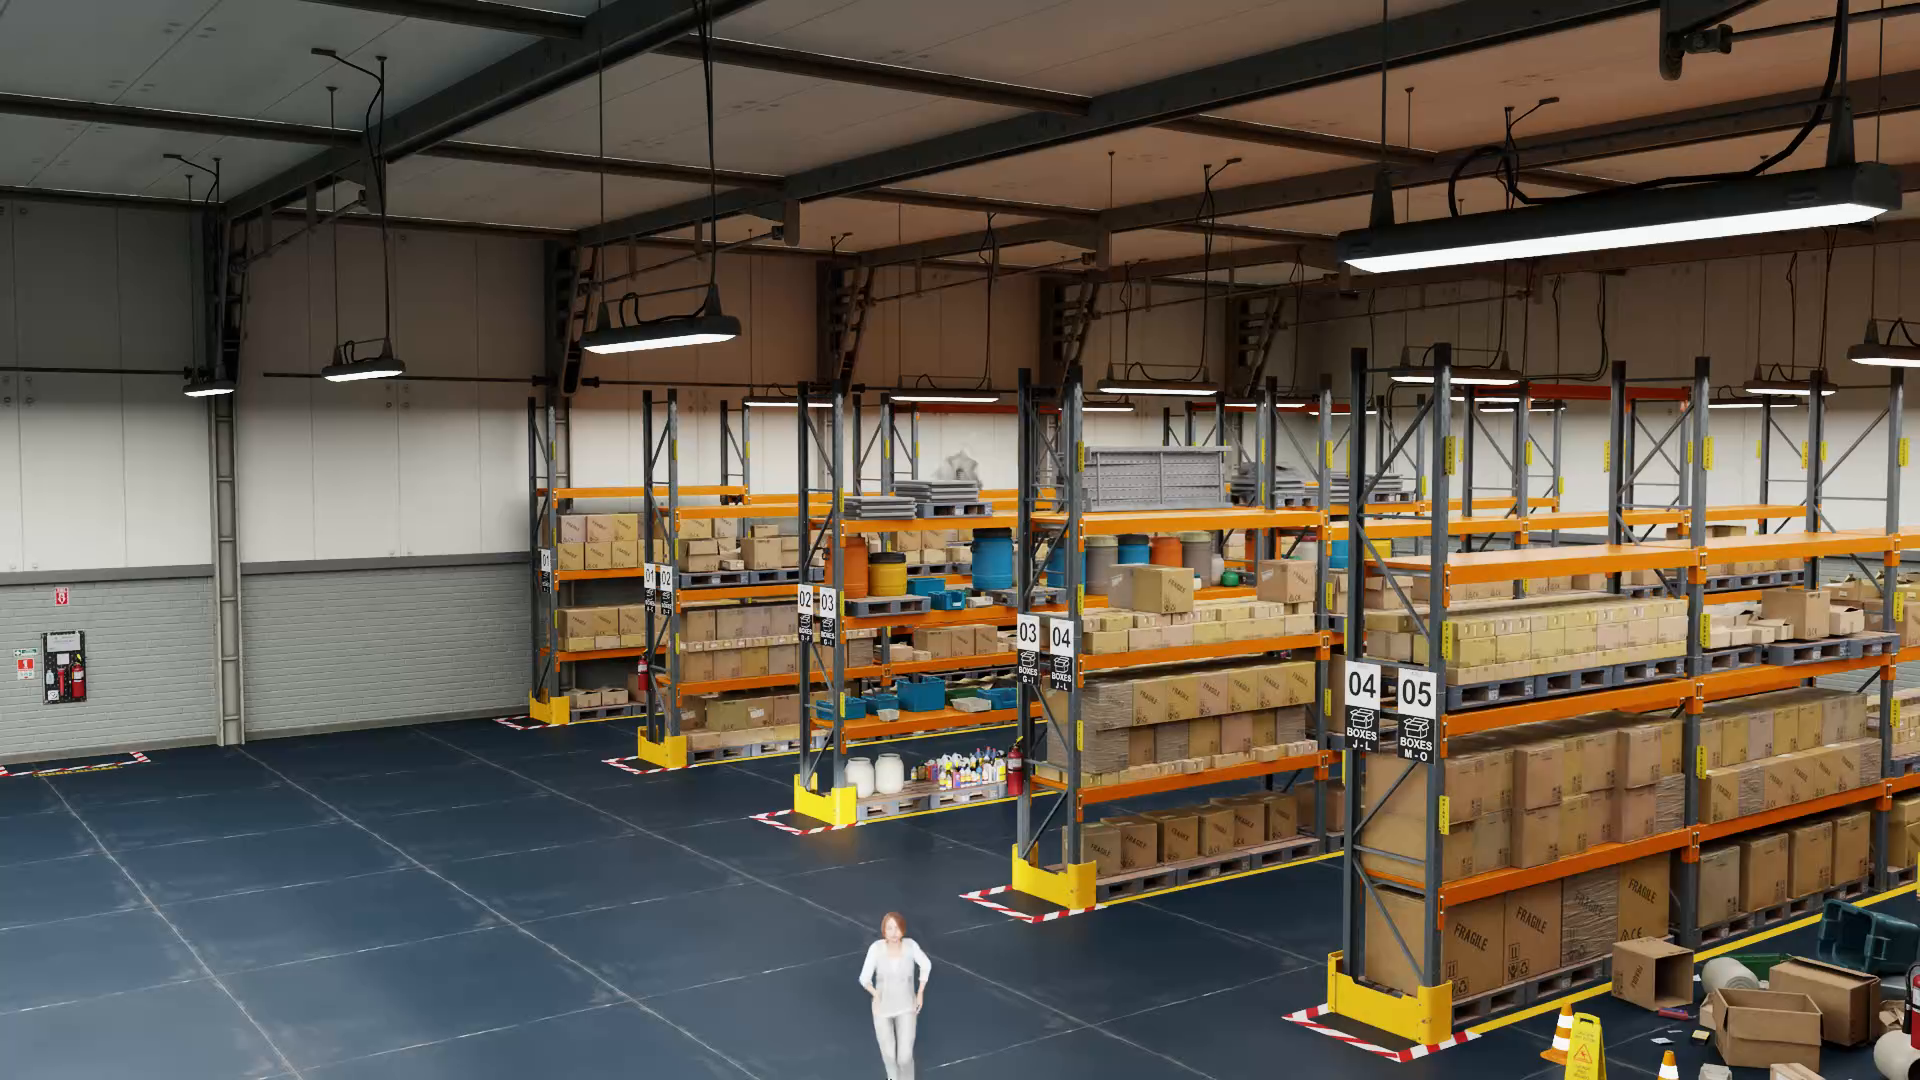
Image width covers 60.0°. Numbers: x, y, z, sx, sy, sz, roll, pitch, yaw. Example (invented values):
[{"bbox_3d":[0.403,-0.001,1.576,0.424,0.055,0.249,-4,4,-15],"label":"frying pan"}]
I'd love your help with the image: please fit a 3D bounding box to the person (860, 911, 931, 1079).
[{"bbox_3d":[-0.502,3.619,12.697,0.531,1.576,0.624,0,3,3],"label":"person"}]
